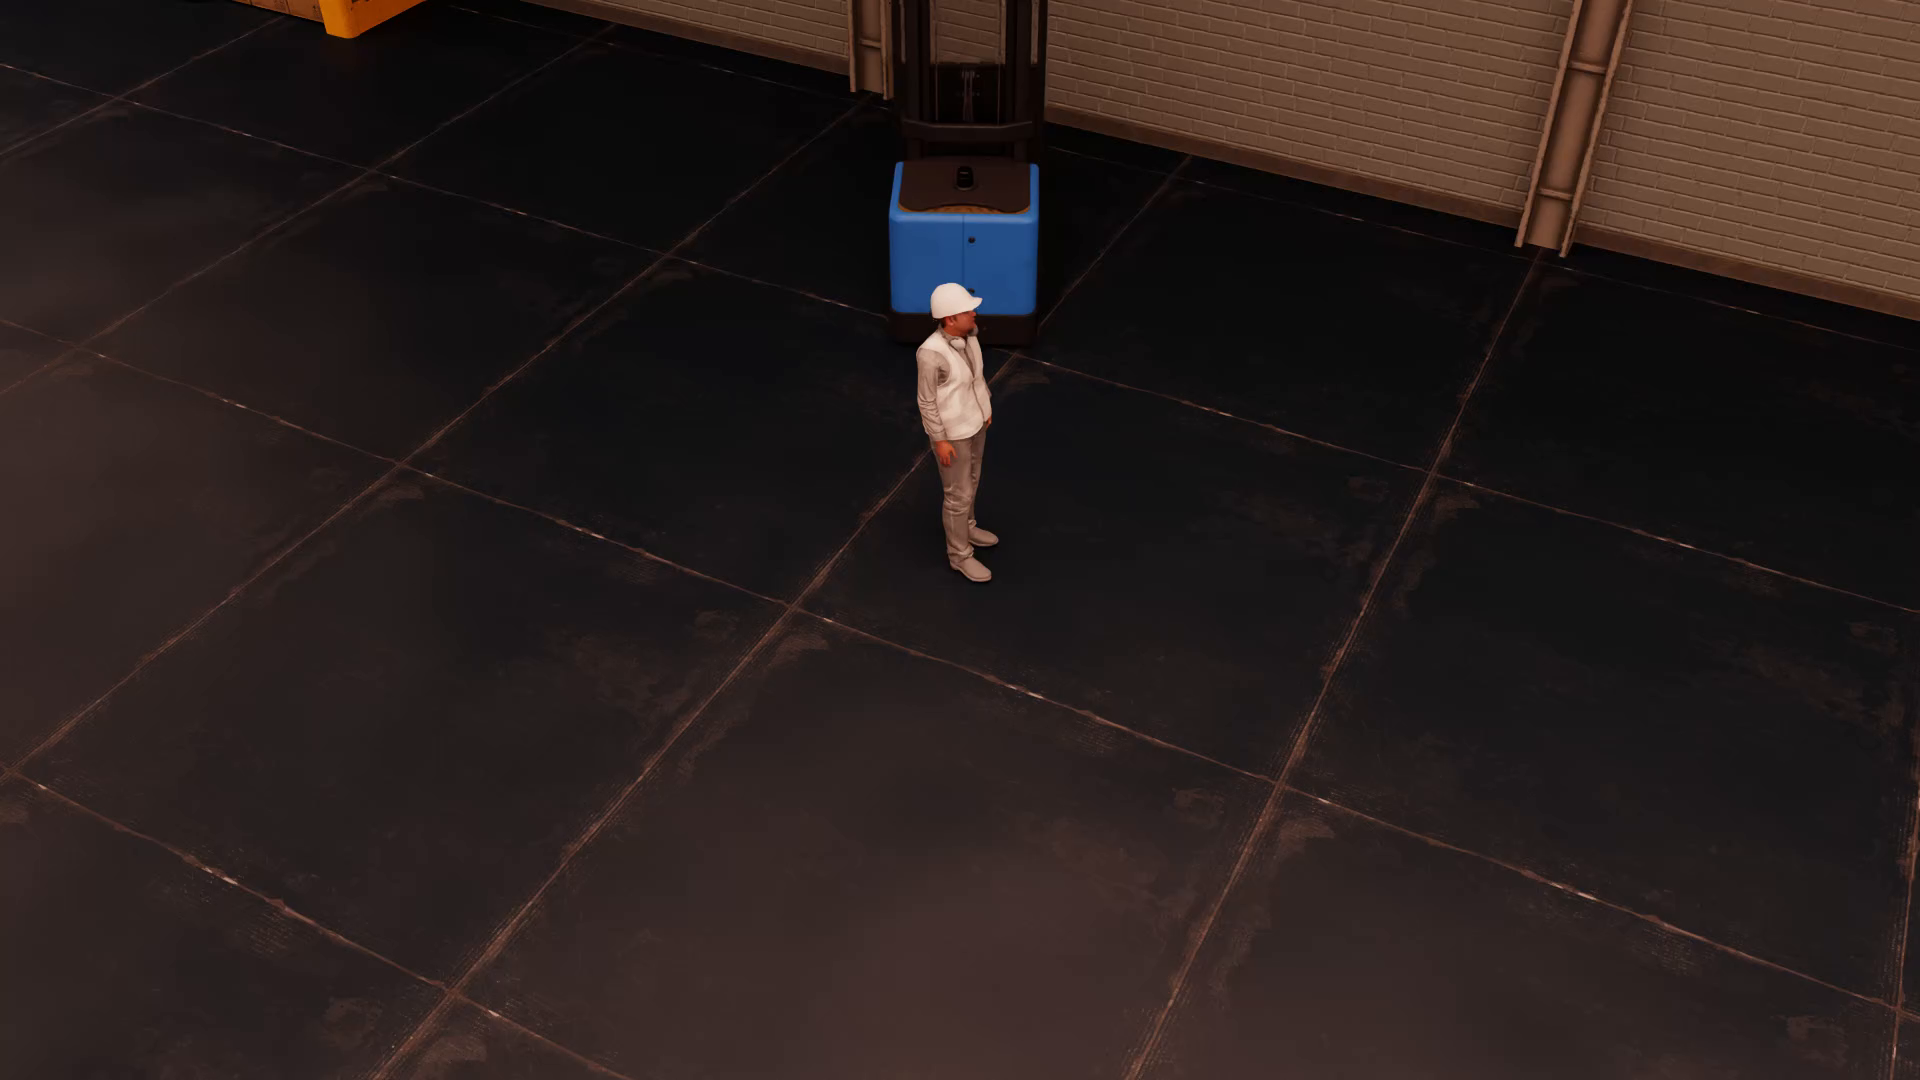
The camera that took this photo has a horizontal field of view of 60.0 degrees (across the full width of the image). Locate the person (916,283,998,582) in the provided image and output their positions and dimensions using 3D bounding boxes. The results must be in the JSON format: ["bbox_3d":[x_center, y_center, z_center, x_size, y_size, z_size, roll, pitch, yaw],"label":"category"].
[{"bbox_3d":[0.051,-0.661,9.658,0.568,1.773,0.632,18,43,21],"label":"person"}]

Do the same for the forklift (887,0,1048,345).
[{"bbox_3d":[0.075,-3.435,12.065,1.130,2.935,3.031,1,40,2],"label":"forklift"}]
